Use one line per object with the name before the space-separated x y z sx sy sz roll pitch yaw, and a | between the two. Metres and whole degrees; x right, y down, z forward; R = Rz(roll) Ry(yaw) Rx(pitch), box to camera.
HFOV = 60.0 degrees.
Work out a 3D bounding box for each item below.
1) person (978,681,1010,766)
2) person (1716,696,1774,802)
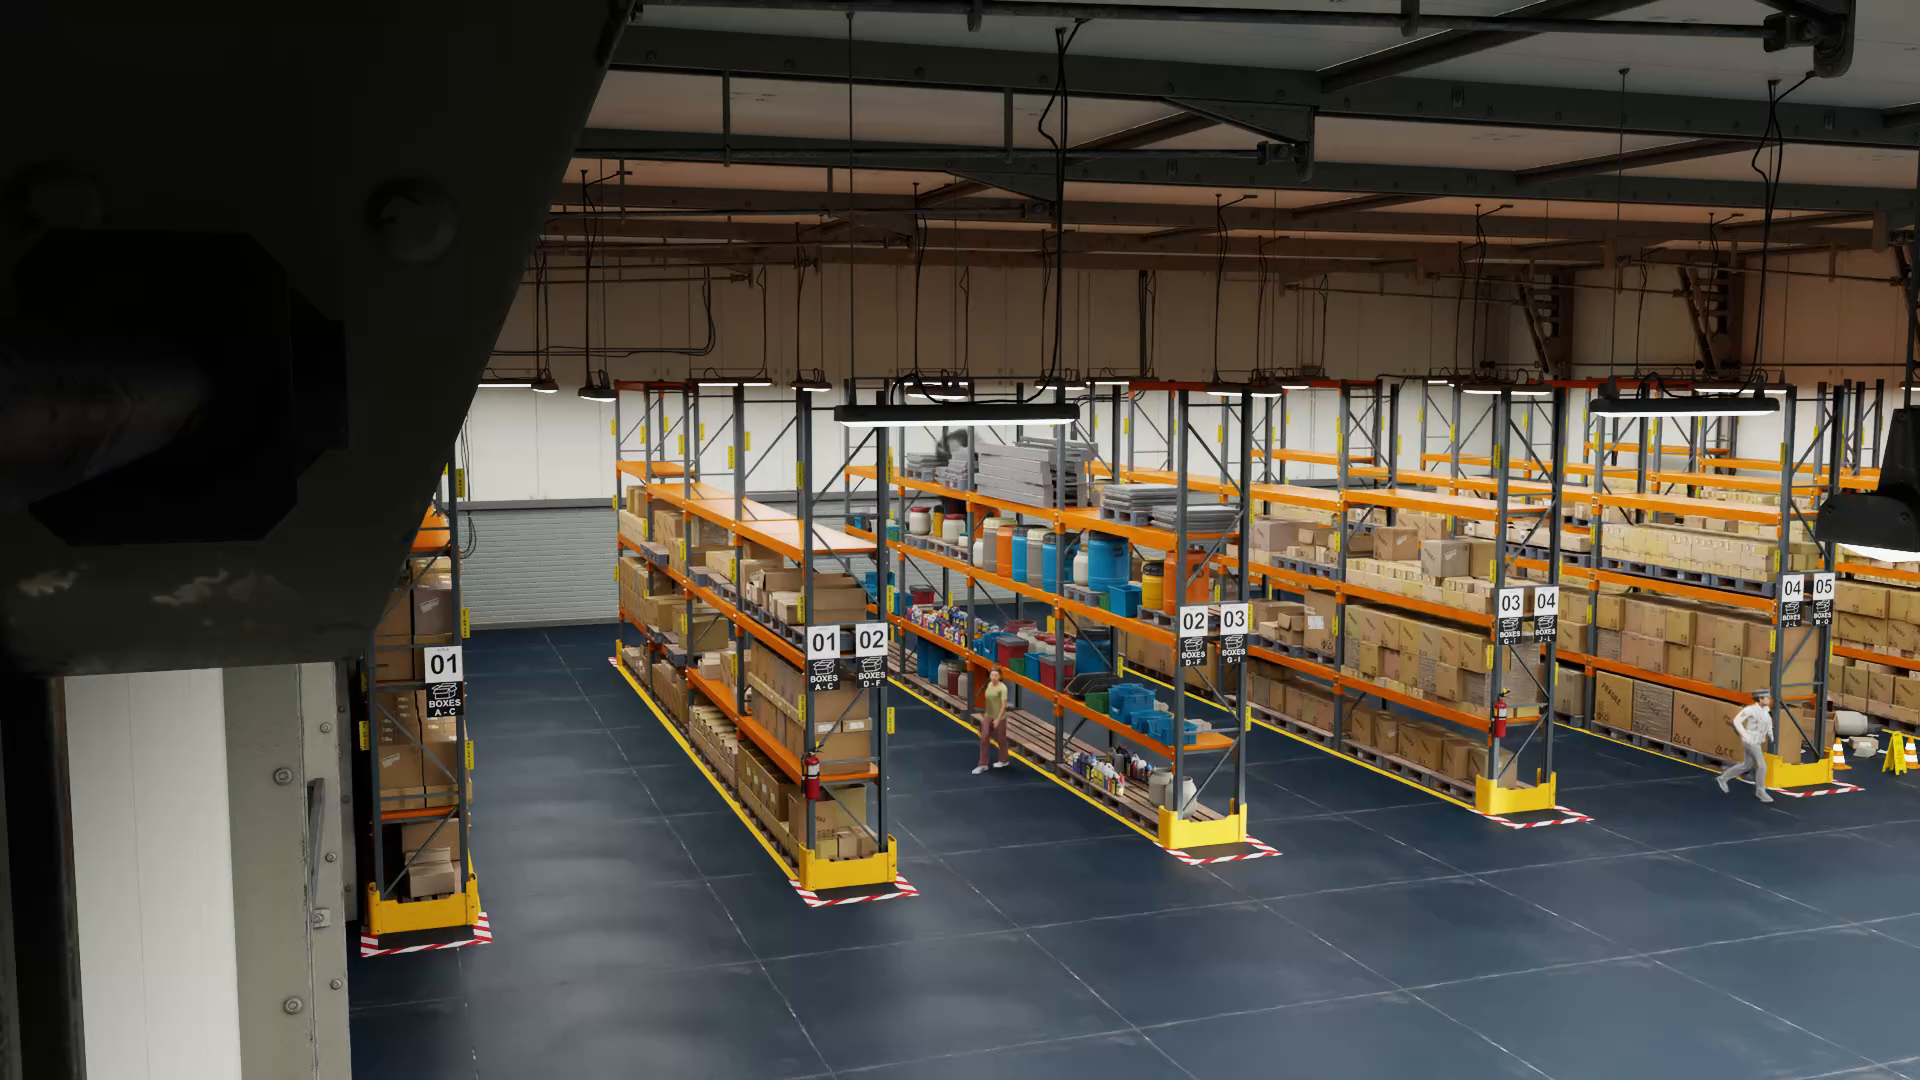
person | 0.587 2.850 25.859 0.450 1.337 0.640 4 7 36
person | 11.507 2.956 24.291 0.591 1.629 0.798 -5 8 -40
